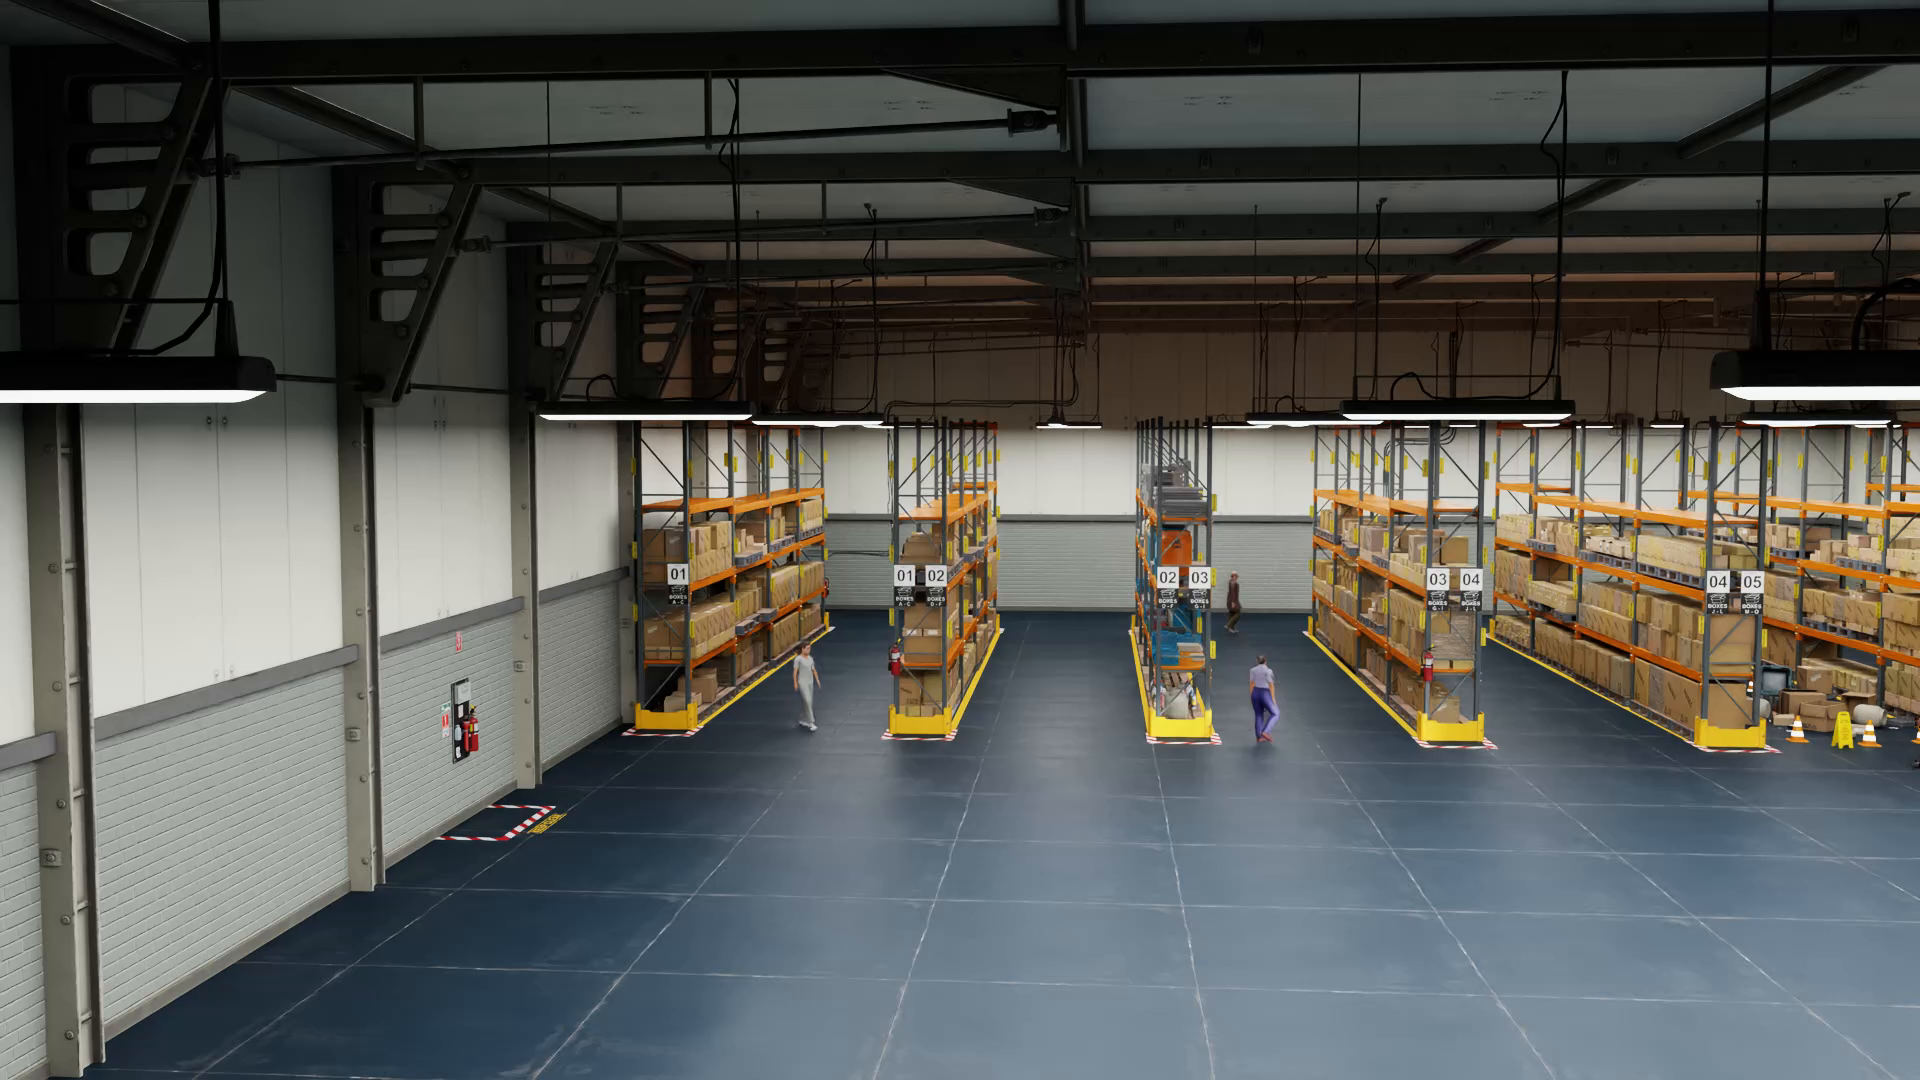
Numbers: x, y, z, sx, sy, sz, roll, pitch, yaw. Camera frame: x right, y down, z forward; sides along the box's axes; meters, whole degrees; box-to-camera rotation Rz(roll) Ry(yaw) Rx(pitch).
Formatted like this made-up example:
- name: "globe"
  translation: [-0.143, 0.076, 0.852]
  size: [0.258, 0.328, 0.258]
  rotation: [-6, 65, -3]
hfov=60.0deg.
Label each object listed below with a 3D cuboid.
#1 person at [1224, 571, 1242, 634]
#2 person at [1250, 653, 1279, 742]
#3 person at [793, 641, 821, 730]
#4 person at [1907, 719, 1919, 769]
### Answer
- name: "person"
  translation: [7.706, 1.760, 47.024]
  size: [0.532, 1.778, 0.633]
  rotation: [0, 4, -1]
- name: "person"
  translation: [5.581, 2.919, 30.606]
  size: [0.617, 1.629, 0.486]
  rotation: [3, 5, 42]
- name: "person"
  translation: [-2.921, 2.811, 32.204]
  size: [0.780, 1.670, 0.468]
  rotation: [4, 5, 43]
- name: "person"
  translation: [16.554, 3.053, 28.090]
  size: [1.047, 1.670, 0.589]
  rotation: [1, 4, 10]
